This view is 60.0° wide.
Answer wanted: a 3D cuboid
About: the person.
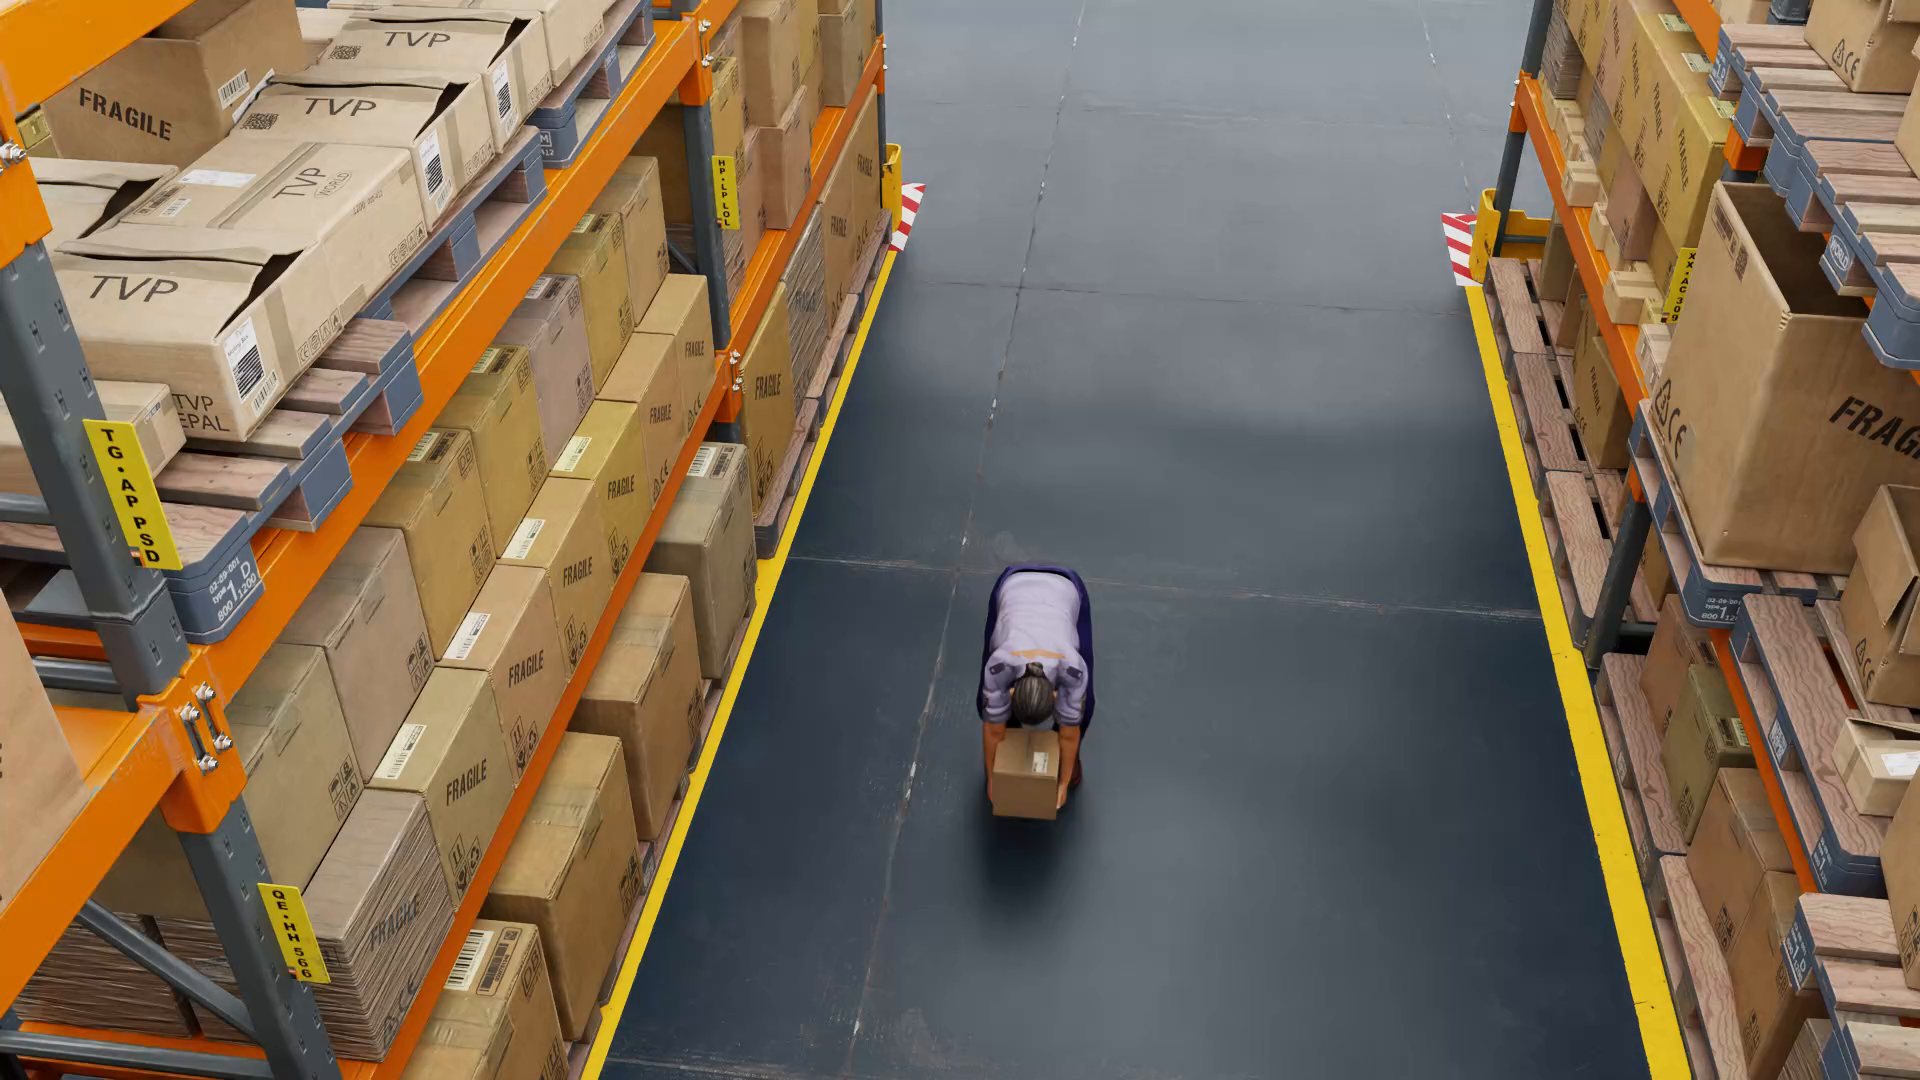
[{"bbox_3d":[0.300,0.676,6.692,0.486,0.989,0.911,3,36,4],"label":"person"}]
